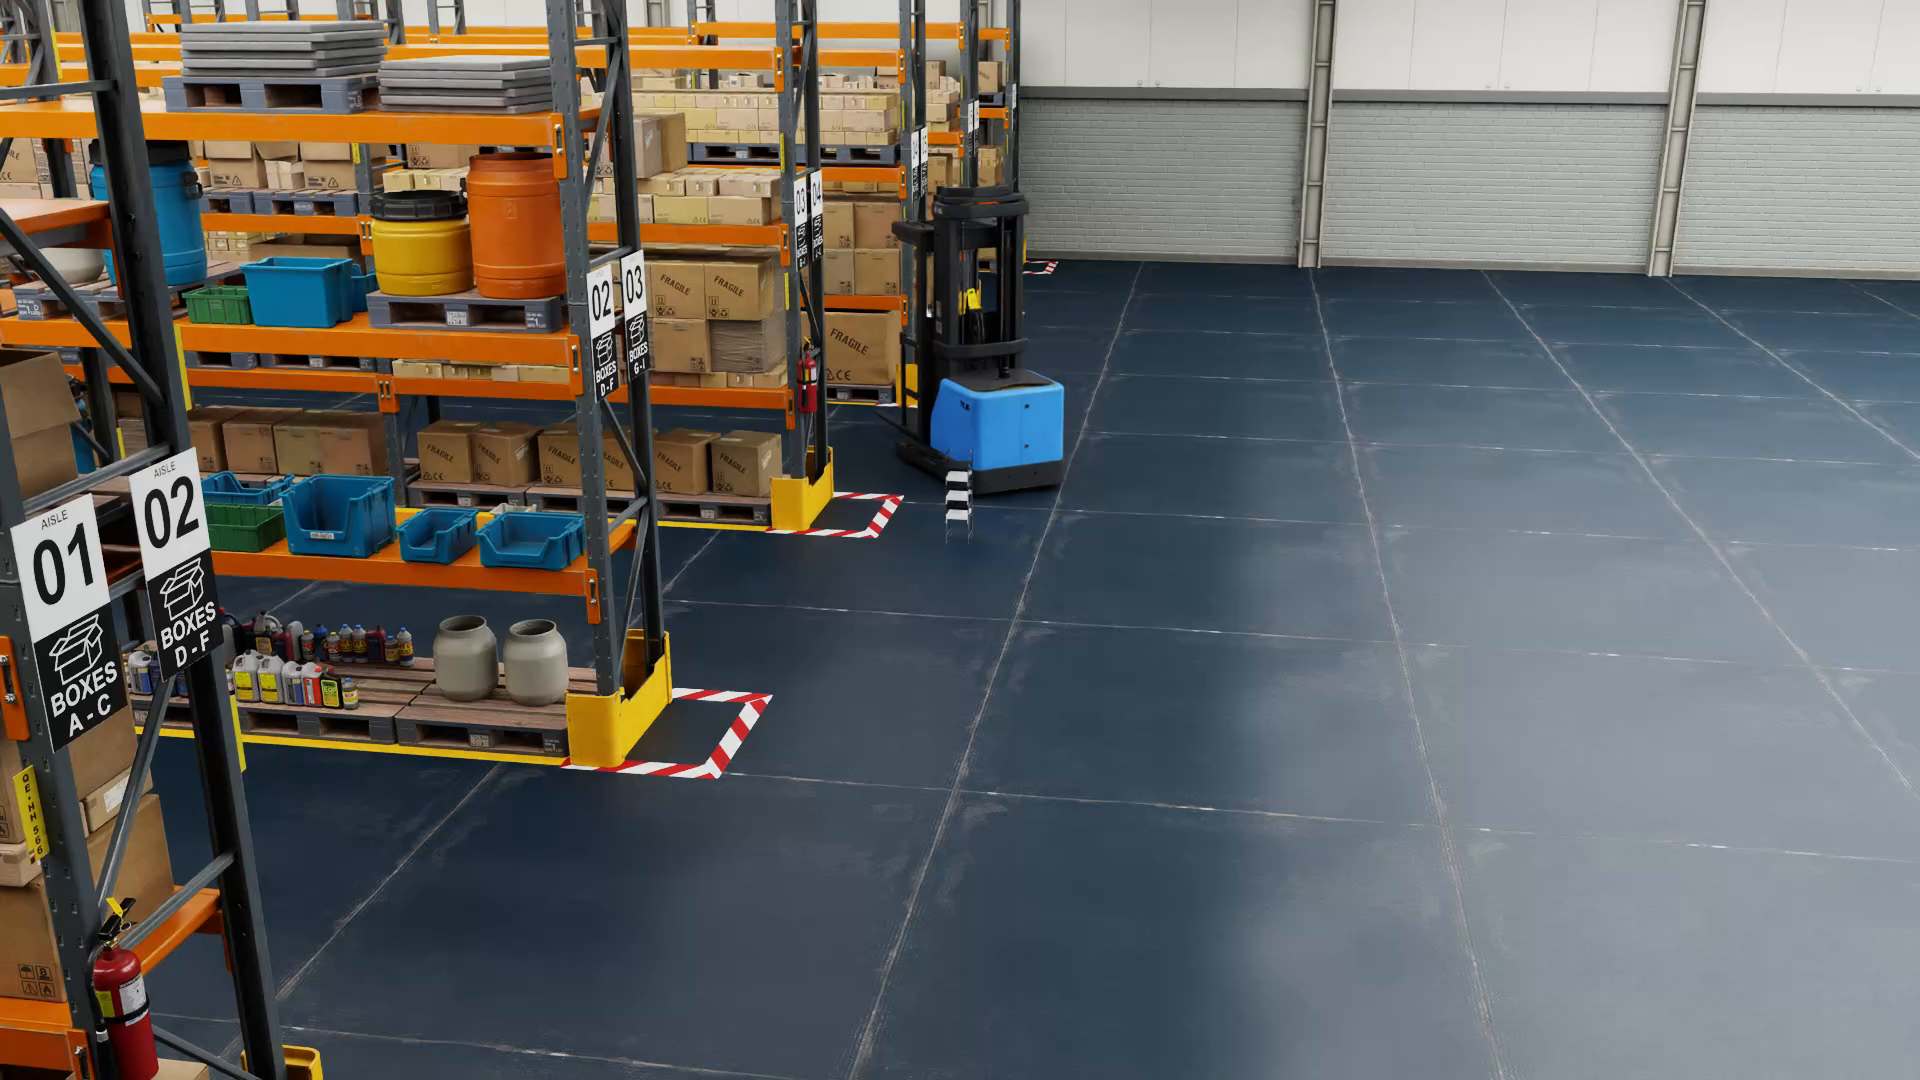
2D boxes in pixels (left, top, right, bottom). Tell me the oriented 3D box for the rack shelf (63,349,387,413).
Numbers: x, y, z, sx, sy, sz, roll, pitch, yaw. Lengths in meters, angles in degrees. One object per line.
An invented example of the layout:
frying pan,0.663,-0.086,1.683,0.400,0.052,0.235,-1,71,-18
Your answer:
rack shelf,-7.358,-1.651,16.592,4.000,0.370,1.077,3,19,9

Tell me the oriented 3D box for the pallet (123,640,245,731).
pallet,-5.513,1.029,11.842,1.213,0.211,1.003,3,19,9

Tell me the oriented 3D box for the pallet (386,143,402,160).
pallet,-6.698,-4.904,20.749,1.213,0.211,1.003,4,19,11

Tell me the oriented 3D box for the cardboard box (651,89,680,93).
cardboard box,-3.588,-5.425,20.328,0.250,0.149,0.380,3,19,9

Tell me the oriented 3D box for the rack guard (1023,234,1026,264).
rack guard,0.945,-5.164,29.895,0.348,0.500,1.175,3,19,9

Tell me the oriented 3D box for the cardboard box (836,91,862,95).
cardboard box,-1.327,-5.310,19.984,0.250,0.149,0.380,3,19,8

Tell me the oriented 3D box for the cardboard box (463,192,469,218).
cardboard box,-4.457,-3.115,15.342,0.500,0.250,0.500,3,19,8

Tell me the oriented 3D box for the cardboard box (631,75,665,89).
cardboard box,-4.819,-6.961,25.386,0.500,0.250,0.500,3,19,7

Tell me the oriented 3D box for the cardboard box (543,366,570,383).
cardboard box,-3.736,-1.596,15.689,0.250,0.149,0.380,3,19,9

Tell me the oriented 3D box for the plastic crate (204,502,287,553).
plastic crate,-4.874,-0.083,11.104,0.662,0.188,0.450,3,19,9

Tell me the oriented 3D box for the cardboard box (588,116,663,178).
cardboard box,-3.005,-3.537,14.953,0.500,0.500,0.500,3,19,9

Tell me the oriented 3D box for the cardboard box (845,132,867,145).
cardboard box,-1.178,-4.713,19.457,0.250,0.149,0.380,3,19,9

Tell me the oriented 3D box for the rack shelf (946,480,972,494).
rack shelf,-0.008,-0.481,15.090,0.200,0.077,0.258,3,19,9

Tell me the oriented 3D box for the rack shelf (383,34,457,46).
rack shelf,-9.736,-7.613,25.584,4.000,0.370,1.077,3,19,9

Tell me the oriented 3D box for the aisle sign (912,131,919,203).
aisle sign,-0.525,-4.375,19.500,0.004,0.787,0.394,3,19,9

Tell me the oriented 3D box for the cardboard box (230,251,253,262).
cardboard box,-9.006,-3.603,21.024,0.250,0.149,0.380,3,19,10

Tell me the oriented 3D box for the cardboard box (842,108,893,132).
cardboard box,-1.075,-4.915,19.434,0.500,0.250,0.500,3,19,9

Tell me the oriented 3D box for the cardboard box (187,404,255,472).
cardboard box,-7.558,-1.039,16.873,0.500,0.500,0.700,5,19,13

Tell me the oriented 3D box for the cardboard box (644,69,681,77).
cardboard box,-5.296,-8.305,29.641,0.500,0.500,0.500,3,19,10

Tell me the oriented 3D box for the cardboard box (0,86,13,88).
cardboard box,-15.201,-7.204,26.743,0.500,0.250,0.500,1,19,4

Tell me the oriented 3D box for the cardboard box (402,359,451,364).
cardboard box,-4.949,-2.038,15.988,0.500,0.500,0.875,3,19,9

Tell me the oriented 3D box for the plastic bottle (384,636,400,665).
plastic bottle,-4.063,0.786,11.892,0.097,0.201,0.097,0,18,0

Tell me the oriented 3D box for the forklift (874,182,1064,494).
forklift,-0.038,-2.267,17.407,1.130,2.935,3.031,-9,20,-24

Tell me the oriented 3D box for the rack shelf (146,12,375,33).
rack shelf,-12.902,-9.557,30.771,4.000,0.370,1.077,3,19,9

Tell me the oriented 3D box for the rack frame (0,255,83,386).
rack frame,-9.333,-2.093,16.778,0.127,3.000,1.000,3,19,9

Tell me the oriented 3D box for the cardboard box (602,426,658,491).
cardboard box,-3.259,-0.798,16.184,0.500,0.500,0.500,5,19,14

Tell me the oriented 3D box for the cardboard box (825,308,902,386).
cardboard box,-1.228,-2.444,20.515,0.875,0.875,0.875,3,19,9

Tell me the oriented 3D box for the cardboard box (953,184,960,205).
cardboard box,-0.286,-5.094,25.122,0.500,0.500,0.500,3,19,8

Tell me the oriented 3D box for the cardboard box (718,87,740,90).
cardboard box,-3.464,-6.730,25.050,0.250,0.149,0.380,3,19,10

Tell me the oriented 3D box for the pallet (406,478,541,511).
pallet,-4.715,-0.547,16.551,1.213,0.211,1.003,3,19,9

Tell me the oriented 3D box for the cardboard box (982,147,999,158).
cardboard box,0.534,-6.799,29.193,0.250,0.149,0.380,3,19,9

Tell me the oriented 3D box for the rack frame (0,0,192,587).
rack frame,-3.009,-1.432,5.348,0.127,3.000,1.000,3,19,9

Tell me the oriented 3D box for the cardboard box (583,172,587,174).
cardboard box,-3.558,-3.263,15.156,0.250,0.149,0.380,3,19,10

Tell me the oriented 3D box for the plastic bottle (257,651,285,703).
plastic bottle,-4.648,0.918,11.259,0.185,0.351,0.144,4,19,11

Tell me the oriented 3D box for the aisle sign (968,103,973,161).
aisle sign,0.153,-5.934,24.161,0.004,0.787,0.394,3,19,9

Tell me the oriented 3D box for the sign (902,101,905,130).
sign,-0.648,-4.875,19.094,0.005,0.325,0.100,3,19,9

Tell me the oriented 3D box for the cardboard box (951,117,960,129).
cardboard box,-0.138,-6.217,24.772,0.250,0.149,0.380,3,19,9

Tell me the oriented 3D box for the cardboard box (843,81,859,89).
cardboard box,-1.874,-7.945,29.118,0.250,0.149,0.380,3,19,10

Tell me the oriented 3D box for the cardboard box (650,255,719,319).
cardboard box,-2.511,-2.327,15.274,0.500,0.500,0.500,3,19,9

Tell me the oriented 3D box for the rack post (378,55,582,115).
rack post,-2.946,-2.825,10.298,0.954,0.300,0.937,5,19,15

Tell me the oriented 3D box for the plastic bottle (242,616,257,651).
plastic bottle,-5.131,0.686,12.059,0.133,0.283,0.061,4,19,12

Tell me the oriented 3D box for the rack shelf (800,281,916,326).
rack shelf,-2.522,-2.999,20.619,4.000,0.370,1.077,3,19,9

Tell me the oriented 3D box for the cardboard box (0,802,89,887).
cardboard box,-3.417,1.098,6.060,0.250,0.149,0.380,3,19,8

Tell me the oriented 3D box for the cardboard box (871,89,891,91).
cardboard box,-1.165,-6.616,24.709,0.250,0.149,0.380,3,19,8

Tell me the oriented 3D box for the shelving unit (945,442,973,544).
shelving unit,-0.008,-0.427,15.108,0.210,0.900,0.258,3,19,9

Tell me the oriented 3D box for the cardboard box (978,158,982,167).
cardboard box,0.277,-6.639,29.184,0.250,0.149,0.380,3,19,10

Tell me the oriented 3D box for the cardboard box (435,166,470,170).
cardboard box,-4.767,-3.464,15.757,0.250,0.149,0.380,3,19,9

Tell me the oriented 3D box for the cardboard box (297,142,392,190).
cardboard box,-5.832,-3.617,15.781,0.637,0.503,0.797,2,19,6

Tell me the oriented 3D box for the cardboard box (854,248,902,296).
cardboard box,-0.921,-3.315,20.194,0.550,0.550,0.875,3,19,9

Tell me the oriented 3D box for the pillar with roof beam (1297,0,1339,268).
pillar with roof beam,5.618,-7.862,24.565,0.400,9.000,9.100,3,19,9

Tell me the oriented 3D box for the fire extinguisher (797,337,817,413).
fire extinguisher,-1.394,-1.504,15.139,0.183,0.674,0.296,3,19,9

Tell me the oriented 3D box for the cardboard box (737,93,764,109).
cardboard box,-2.440,-5.155,19.521,0.250,0.149,0.380,3,19,9

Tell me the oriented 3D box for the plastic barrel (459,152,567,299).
plastic barrel,-2.720,-1.949,10.281,0.708,0.830,0.600,3,19,9
